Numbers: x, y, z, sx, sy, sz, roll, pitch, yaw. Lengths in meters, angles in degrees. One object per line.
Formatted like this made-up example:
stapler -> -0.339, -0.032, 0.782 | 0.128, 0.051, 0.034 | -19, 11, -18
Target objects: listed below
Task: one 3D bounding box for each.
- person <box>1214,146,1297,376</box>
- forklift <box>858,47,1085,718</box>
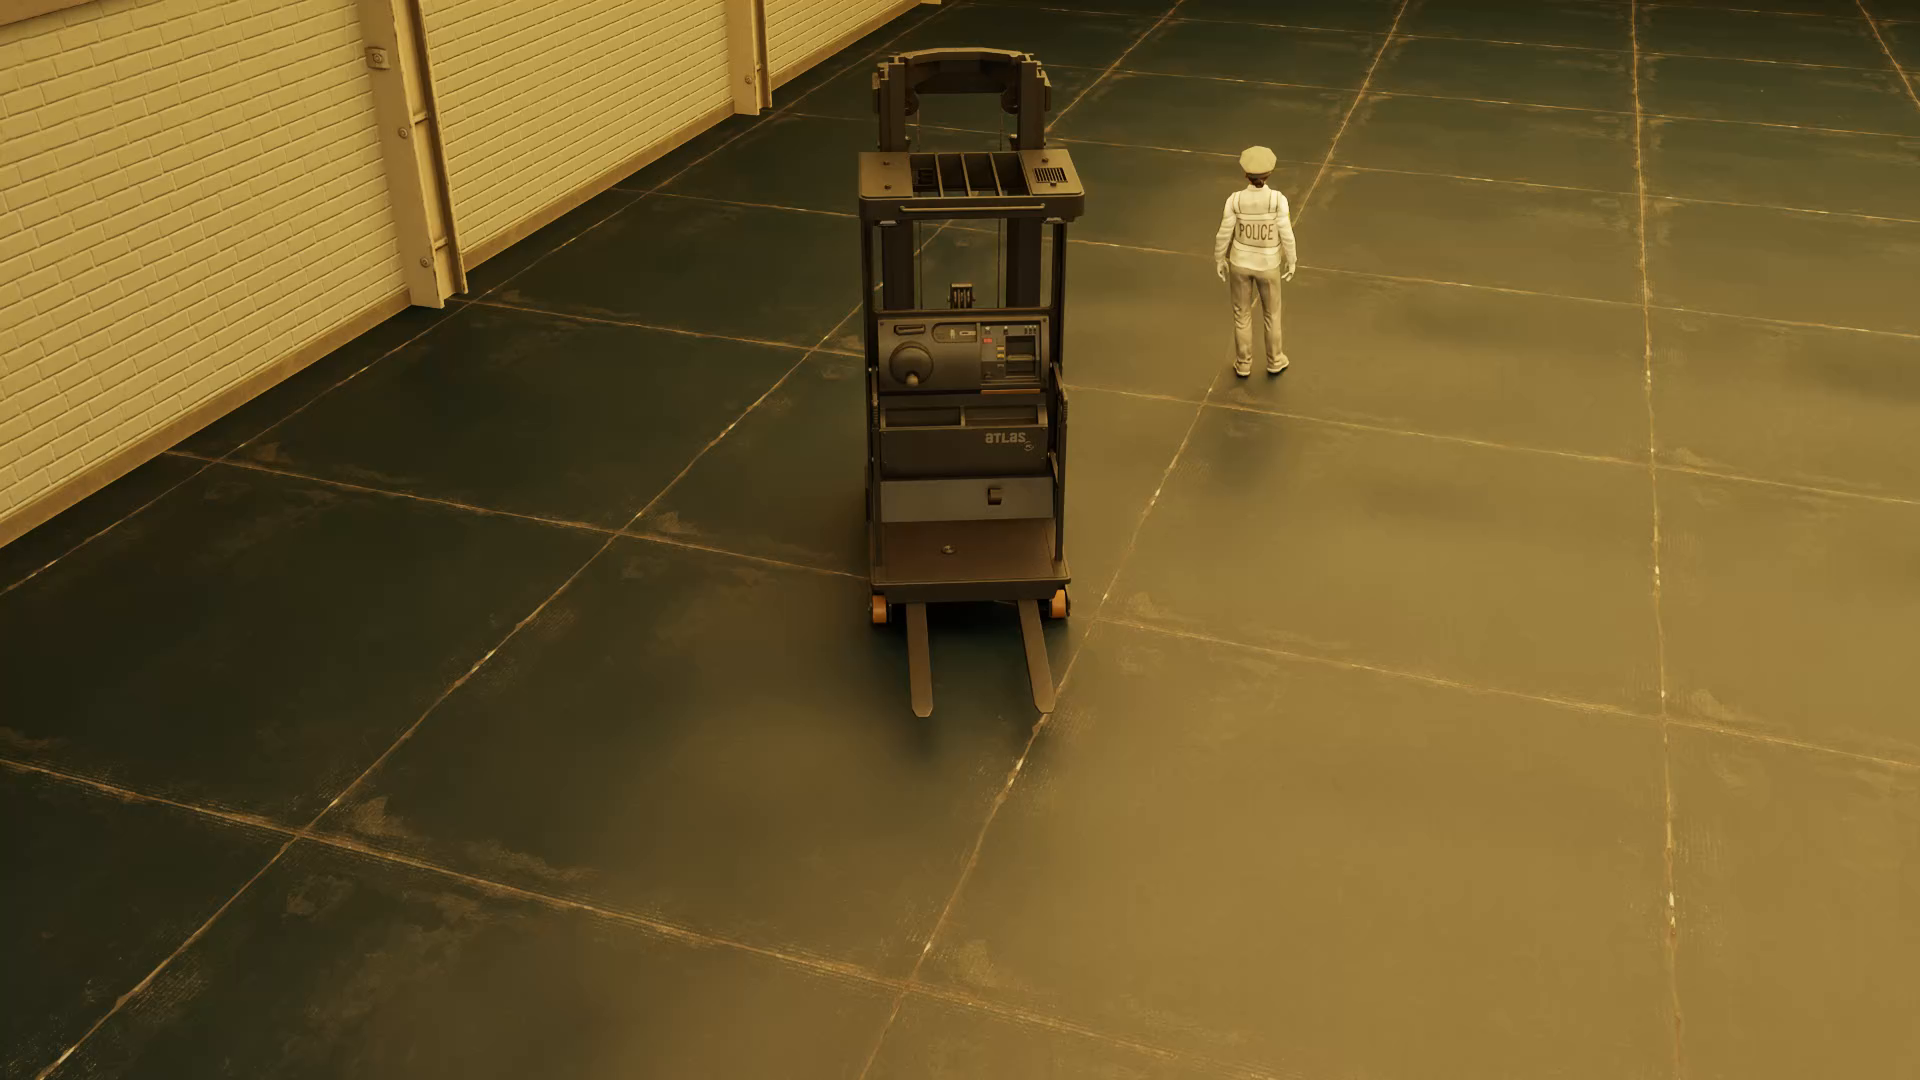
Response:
person -> 2.109, -1.985, 11.852 | 0.587, 1.693, 0.530 | 8, 31, 13
forklift -> 0.035, -0.972, 8.842 | 1.130, 2.935, 3.031 | -2, 30, -3
